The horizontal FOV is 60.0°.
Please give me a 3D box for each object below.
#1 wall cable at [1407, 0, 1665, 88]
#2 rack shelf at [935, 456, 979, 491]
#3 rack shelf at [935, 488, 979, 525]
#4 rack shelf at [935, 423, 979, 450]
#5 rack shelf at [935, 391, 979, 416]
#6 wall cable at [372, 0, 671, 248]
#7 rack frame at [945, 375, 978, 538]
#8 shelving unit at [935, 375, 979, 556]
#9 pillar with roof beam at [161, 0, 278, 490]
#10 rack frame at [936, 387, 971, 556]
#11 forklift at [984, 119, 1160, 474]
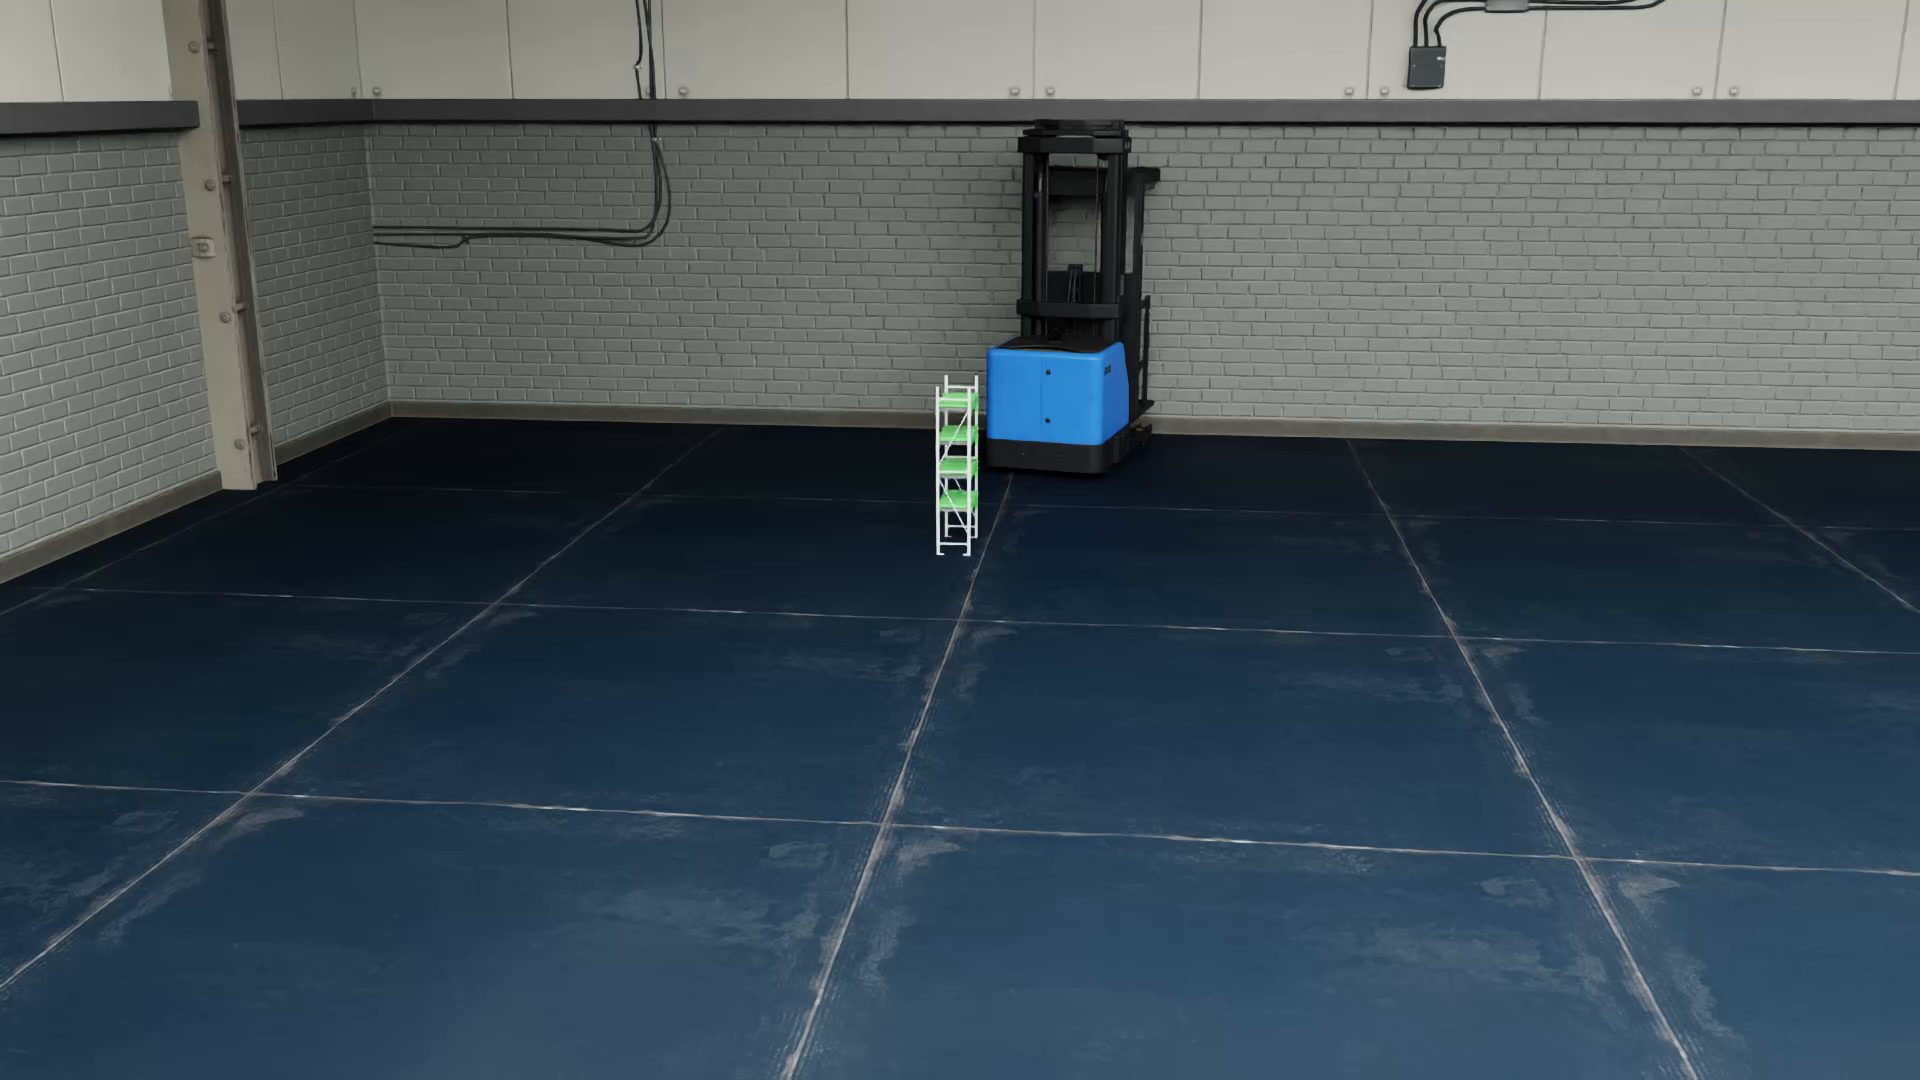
[{"bbox_3d":[5.136,-6.895,13.906,2.305,6.003,0.169,2,15,6],"label":"wall cable"},{"bbox_3d":[-0.019,-0.475,11.863,0.258,0.148,0.480,2,15,6],"label":"rack shelf"},{"bbox_3d":[-0.019,-0.243,11.926,0.258,0.148,0.480,2,15,6],"label":"rack shelf"},{"bbox_3d":[-0.019,-0.706,11.801,0.258,0.148,0.480,2,15,6],"label":"rack shelf"},{"bbox_3d":[-0.019,-0.938,11.738,0.258,0.148,0.480,2,15,6],"label":"rack shelf"},{"bbox_3d":[-4.295,-4.038,15.804,3.097,2.526,0.112,2,15,6],"label":"wall cable"},{"bbox_3d":[0.009,-0.600,12.081,0.240,1.200,0.015,2,15,6],"label":"rack frame"},{"bbox_3d":[-0.019,-0.536,11.847,0.258,1.200,0.503,2,15,6],"label":"shelving unit"},{"bbox_3d":[-1.664,-4.685,12.249,9.100,9.000,0.400,2,15,6],"label":"pillar with roof beam"},{"bbox_3d":[-0.046,-0.473,11.613,0.240,1.200,0.015,2,15,6],"label":"rack frame"},{"bbox_3d":[1.165,-2.312,15.099,1.130,2.935,3.031,5,16,18],"label":"forklift"}]
